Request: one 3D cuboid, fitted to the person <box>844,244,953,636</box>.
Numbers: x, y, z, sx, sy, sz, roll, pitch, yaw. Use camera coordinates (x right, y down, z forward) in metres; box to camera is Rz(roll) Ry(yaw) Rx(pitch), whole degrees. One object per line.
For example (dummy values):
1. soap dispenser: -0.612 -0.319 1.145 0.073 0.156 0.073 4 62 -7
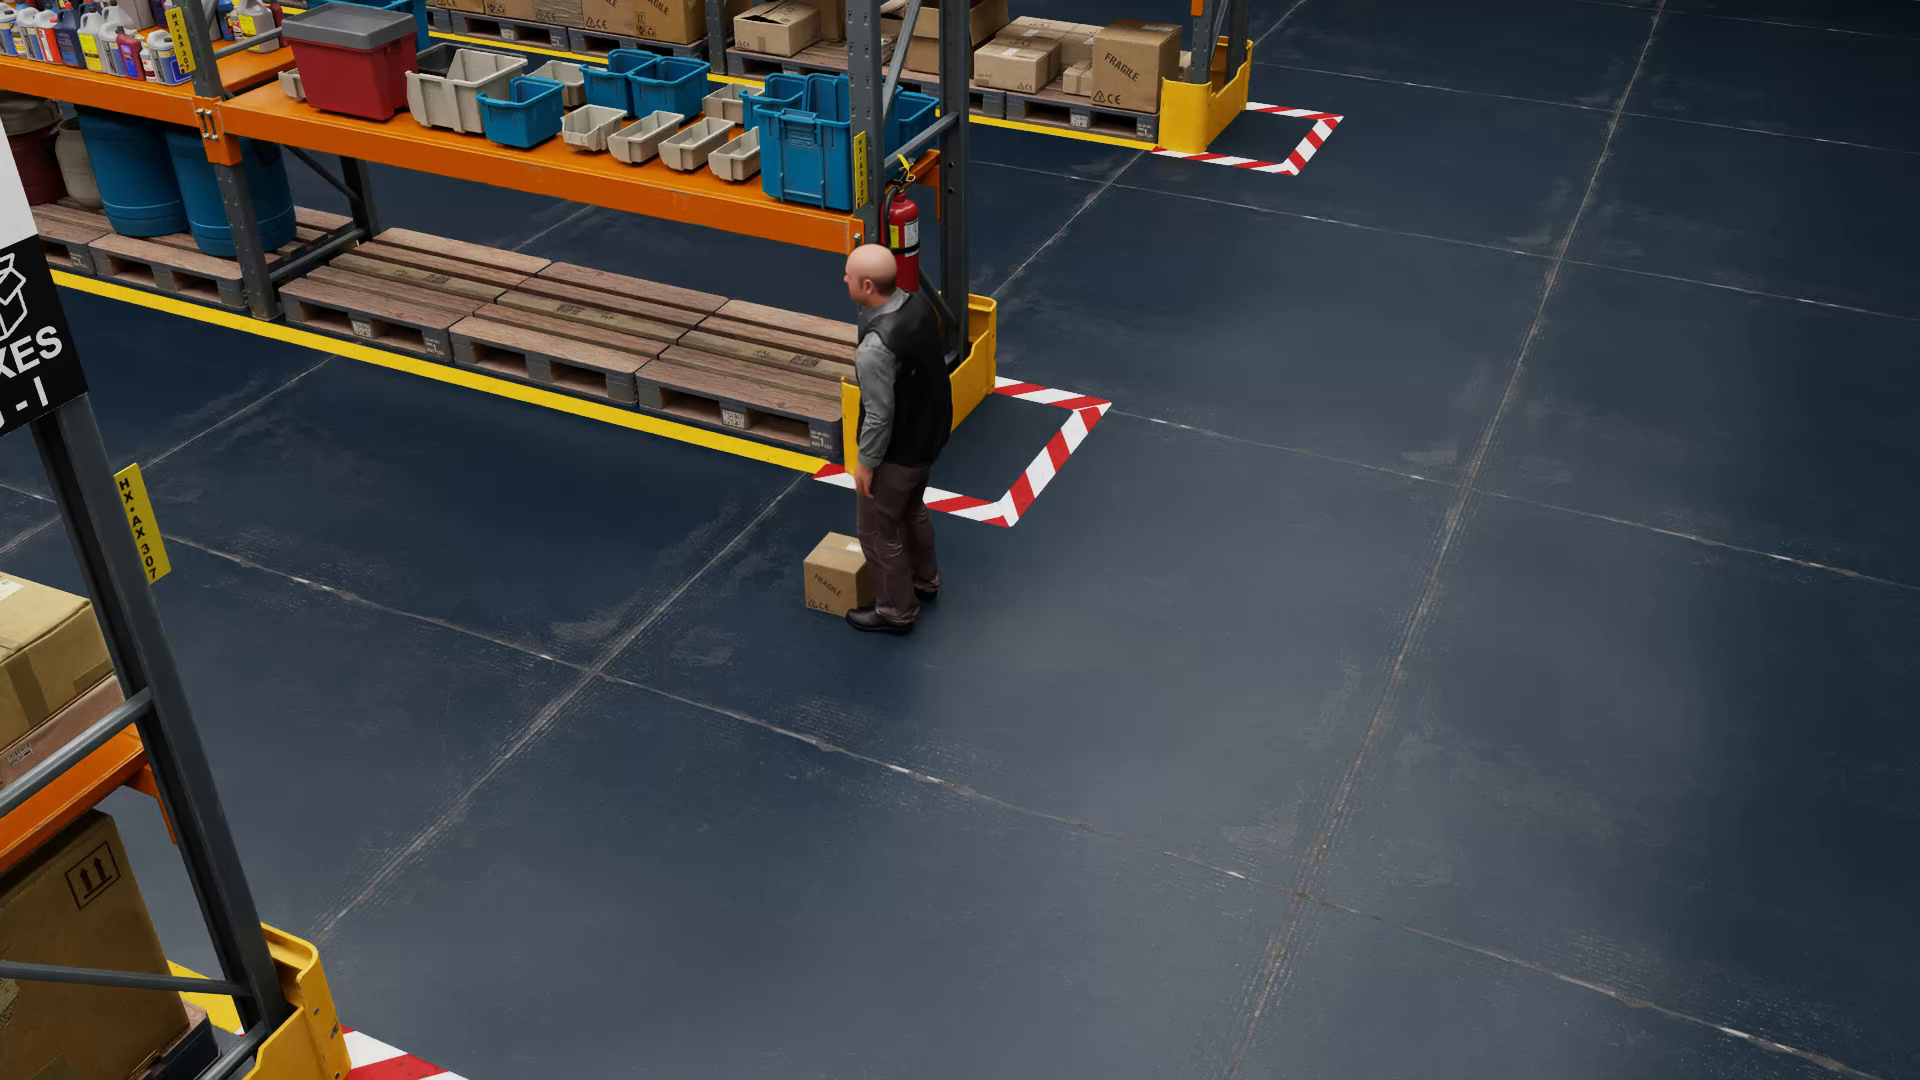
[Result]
1. person: -0.250 -0.350 6.785 0.421 1.618 0.589 12 35 18
